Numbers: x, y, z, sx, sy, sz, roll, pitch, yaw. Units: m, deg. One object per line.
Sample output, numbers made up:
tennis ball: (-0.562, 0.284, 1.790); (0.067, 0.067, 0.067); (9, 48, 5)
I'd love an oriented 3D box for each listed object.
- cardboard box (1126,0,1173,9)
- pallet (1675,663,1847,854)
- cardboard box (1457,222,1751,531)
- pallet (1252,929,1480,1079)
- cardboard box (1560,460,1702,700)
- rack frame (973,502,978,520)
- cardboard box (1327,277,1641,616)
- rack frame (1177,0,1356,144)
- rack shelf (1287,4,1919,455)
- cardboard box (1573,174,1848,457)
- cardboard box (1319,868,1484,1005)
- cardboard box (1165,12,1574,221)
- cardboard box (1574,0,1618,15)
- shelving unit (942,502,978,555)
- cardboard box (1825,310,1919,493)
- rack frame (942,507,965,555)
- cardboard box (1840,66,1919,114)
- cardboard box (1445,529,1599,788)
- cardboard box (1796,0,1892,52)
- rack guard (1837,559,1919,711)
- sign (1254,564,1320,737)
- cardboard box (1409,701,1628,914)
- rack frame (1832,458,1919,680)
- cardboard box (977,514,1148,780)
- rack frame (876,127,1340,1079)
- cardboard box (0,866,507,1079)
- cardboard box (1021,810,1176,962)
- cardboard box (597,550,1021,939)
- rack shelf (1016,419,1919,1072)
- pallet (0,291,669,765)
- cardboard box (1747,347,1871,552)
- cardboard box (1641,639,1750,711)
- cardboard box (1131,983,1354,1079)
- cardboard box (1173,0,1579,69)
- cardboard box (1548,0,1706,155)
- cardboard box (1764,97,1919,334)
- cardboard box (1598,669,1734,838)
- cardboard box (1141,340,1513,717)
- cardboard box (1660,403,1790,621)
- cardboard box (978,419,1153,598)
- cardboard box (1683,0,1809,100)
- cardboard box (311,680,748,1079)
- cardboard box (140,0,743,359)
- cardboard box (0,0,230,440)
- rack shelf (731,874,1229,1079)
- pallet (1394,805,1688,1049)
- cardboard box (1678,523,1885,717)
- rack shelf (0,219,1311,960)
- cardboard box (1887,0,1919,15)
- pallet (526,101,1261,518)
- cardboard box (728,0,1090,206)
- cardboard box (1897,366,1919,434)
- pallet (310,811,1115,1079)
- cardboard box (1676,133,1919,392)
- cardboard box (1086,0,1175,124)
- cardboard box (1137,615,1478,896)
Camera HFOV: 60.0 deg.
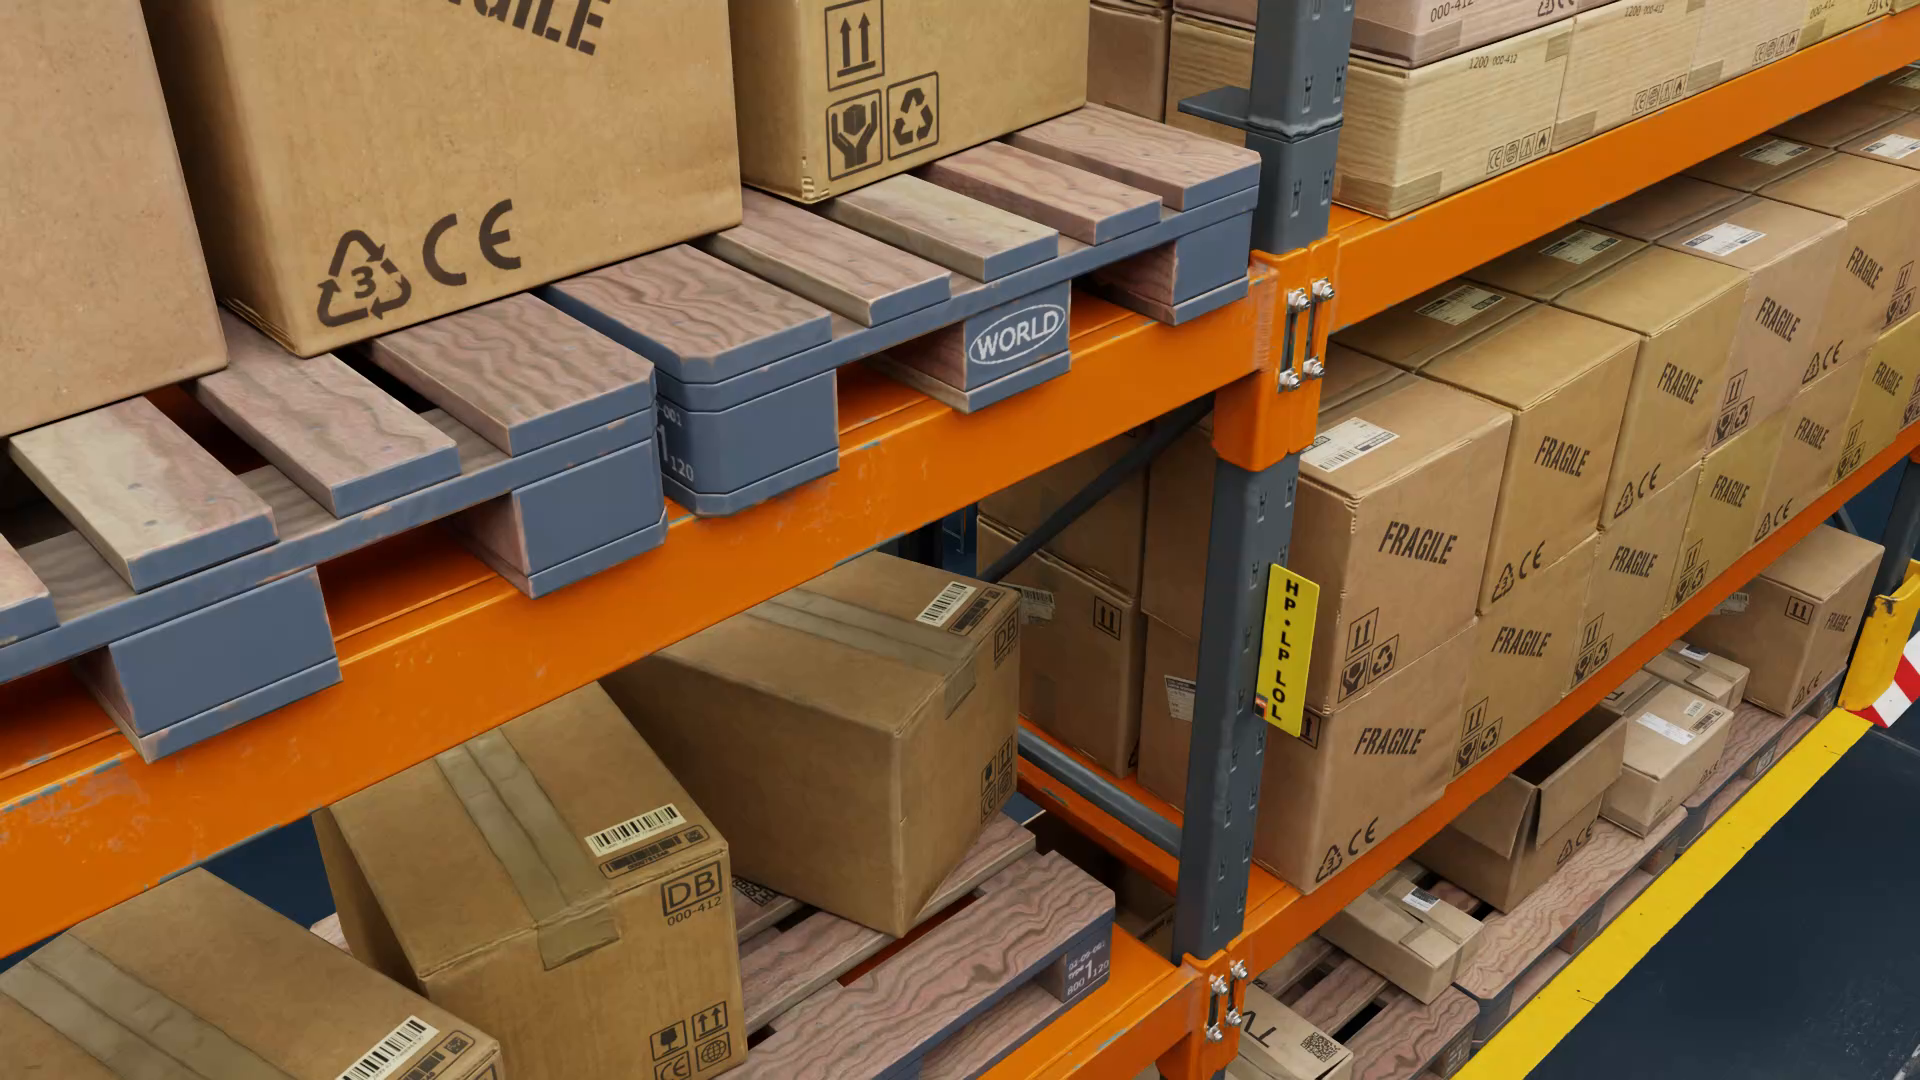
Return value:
cardboard box: (0.368, -1.224, 3.166); (0.500, 0.250, 0.500); (-26, 40, -35)
pallet: (2.490, 0.562, 6.129); (1.213, 0.211, 1.003); (-26, 40, -35)
cardboard box: (1.488, -0.413, 3.996); (0.500, 0.500, 0.500); (-27, 41, -37)
pallet: (0.700, 1.428, 4.713); (1.213, 0.211, 1.003); (-26, 40, -35)
cardboard box: (1.497, 0.003, 4.275); (0.500, 0.500, 0.500); (-26, 40, -36)
rack frame: (0.129, -0.510, 7.078); (0.008, 1.050, 0.200); (-26, 40, -35)
cardboard box: (1.111, -0.231, 3.698); (0.500, 0.500, 0.500); (-27, 41, -37)
rack frame: (0.196, -2.078, 2.023); (0.127, 3.000, 1.000); (-26, 40, -35)
rack shelf: (1.663, -1.201, 4.153); (4.000, 0.370, 1.077); (-26, 40, -35)
cardboard box: (1.866, -0.596, 4.296); (0.500, 0.500, 0.500); (-24, 39, -34)
cardboard box: (1.278, 1.125, 4.828); (0.250, 0.166, 0.380); (-26, 40, -35)
cardboard box: (0.721, -0.812, 2.972); (0.500, 0.250, 0.500); (-26, 40, -35)
cardboard box: (1.087, -1.203, 3.132); (0.500, 0.250, 0.500); (-26, 40, -35)
shelving unit: (0.039, -0.467, 7.007); (0.252, 1.050, 0.215); (-26, 40, -35)
cardboard box: (2.608, -0.532, 5.149); (0.500, 0.500, 0.500); (-25, 40, -35)
rack frame: (-0.050, -0.424, 6.936); (0.008, 1.050, 0.200); (-26, 40, -35)
cardboard box: (2.990, -1.144, 5.191); (0.500, 0.500, 0.500); (-26, 40, -36)
cardboard box: (1.128, 0.179, 3.986); (0.500, 0.500, 0.500); (-25, 39, -35)
cardboard box: (1.822, -1.344, 3.840); (0.500, 0.250, 0.500); (-26, 40, -35)
rack guard: (3.073, 0.156, 6.516); (0.348, 0.500, 1.175); (-26, 40, -35)
sign: (0.576, 0.198, 2.941); (0.005, 0.325, 0.100); (-26, 40, -35)
cardboard box: (1.570, 0.690, 5.217); (0.637, 0.503, 0.797); (-26, 40, -35)
rack frame: (3.129, -0.938, 5.908); (0.127, 3.000, 1.000); (-26, 40, -35)
cardboard box: (0.388, 0.163, 4.012); (0.500, 0.500, 0.500); (-25, 39, -35)
rack frame: (0.196, 0.481, 3.588); (0.127, 3.000, 1.000); (-26, 40, -35)
cardboard box: (-1.057, 0.910, 2.389); (0.700, 0.500, 0.500); (18, 36, 27)
cardboard box: (0.421, 1.049, 4.633); (0.500, 0.500, 0.500); (-26, 40, -35)
cardboard box: (-0.303, 0.342, 3.317); (0.700, 0.500, 0.500); (15, 35, 23)
rack shelf: (1.663, 0.079, 4.936); (4.000, 0.370, 1.077); (-26, 40, -35)
pallet: (-1.088, -0.145, 1.916); (1.003, 0.211, 1.213); (-26, 40, -35)
cardboard box: (2.238, -0.357, 4.863); (0.500, 0.500, 0.500); (-25, 40, -35)
cardboard box: (2.540, 0.480, 5.884); (0.250, 0.166, 0.380); (-26, 40, -35)
cardboard box: (0.651, 1.374, 4.283); (0.500, 0.311, 0.500); (-26, 40, -35)
cardboard box: (0.722, -1.025, 2.841); (0.500, 0.250, 0.500); (-26, 40, -35)
cardboard box: (1.090, -0.988, 3.259); (0.500, 0.250, 0.500); (-26, 40, -35)
cardboard box: (2.620, -0.964, 4.897); (0.500, 0.500, 0.500); (-25, 39, -34)
cardboard box: (2.181, 0.660, 5.509); (0.500, 0.250, 0.500); (-26, 40, -35)
cardboard box: (0.733, -0.048, 3.398); (0.500, 0.500, 0.500); (-25, 39, -34)
cardboard box: (1.869, -0.178, 4.571); (0.500, 0.500, 0.500); (-26, 40, -36)
cardboard box: (0.391, -0.266, 3.756); (0.500, 0.500, 0.500); (-26, 40, -35)
cardboard box: (1.458, -1.165, 3.548); (0.500, 0.250, 0.500); (-26, 40, -35)
cardboard box: (-0.765, 0.610, 2.879); (0.500, 0.500, 0.700); (-19, 36, -28)
cardboard box: (-0.698, -0.667, 1.996); (0.600, 0.600, 0.600); (-26, 40, -36)
cardboard box: (-1.200, -0.438, 1.622); (0.600, 0.600, 0.600); (27, 41, 37)
rack shelf: (-1.270, 1.497, 2.615); (4.000, 0.370, 1.077); (-26, 40, -35)
pallet: (1.595, 0.993, 5.424); (1.213, 0.211, 1.003); (-26, 40, -35)
cardboard box: (2.898, 0.228, 5.976); (0.500, 0.500, 0.500); (-26, 40, -35)
rack shelf: (-1.270, 0.218, 1.833); (4.000, 0.370, 1.077); (-26, 40, -35)
cardboard box: (2.200, -1.515, 4.120); (0.500, 0.250, 0.500); (-26, 40, -35)
pallet: (-0.330, -0.514, 2.520); (1.003, 0.211, 1.213); (-26, 40, -35)
cardboard box: (-0.223, -0.913, 2.397); (0.600, 0.600, 0.600); (25, 39, 35)
cardboard box: (2.986, -0.717, 5.452); (0.500, 0.500, 0.500); (-24, 39, -34)
pallet: (-0.464, 0.805, 3.243); (1.213, 0.211, 1.003); (-26, 40, -35)
cardboard box: (2.243, -0.779, 4.594); (0.500, 0.500, 0.500); (-25, 39, -34)
cardboard box: (0.372, -1.009, 3.293); (0.500, 0.250, 0.500); (-26, 40, -35)
cardboard box: (0.755, 0.362, 3.687); (0.500, 0.500, 0.500); (-25, 39, -34)
